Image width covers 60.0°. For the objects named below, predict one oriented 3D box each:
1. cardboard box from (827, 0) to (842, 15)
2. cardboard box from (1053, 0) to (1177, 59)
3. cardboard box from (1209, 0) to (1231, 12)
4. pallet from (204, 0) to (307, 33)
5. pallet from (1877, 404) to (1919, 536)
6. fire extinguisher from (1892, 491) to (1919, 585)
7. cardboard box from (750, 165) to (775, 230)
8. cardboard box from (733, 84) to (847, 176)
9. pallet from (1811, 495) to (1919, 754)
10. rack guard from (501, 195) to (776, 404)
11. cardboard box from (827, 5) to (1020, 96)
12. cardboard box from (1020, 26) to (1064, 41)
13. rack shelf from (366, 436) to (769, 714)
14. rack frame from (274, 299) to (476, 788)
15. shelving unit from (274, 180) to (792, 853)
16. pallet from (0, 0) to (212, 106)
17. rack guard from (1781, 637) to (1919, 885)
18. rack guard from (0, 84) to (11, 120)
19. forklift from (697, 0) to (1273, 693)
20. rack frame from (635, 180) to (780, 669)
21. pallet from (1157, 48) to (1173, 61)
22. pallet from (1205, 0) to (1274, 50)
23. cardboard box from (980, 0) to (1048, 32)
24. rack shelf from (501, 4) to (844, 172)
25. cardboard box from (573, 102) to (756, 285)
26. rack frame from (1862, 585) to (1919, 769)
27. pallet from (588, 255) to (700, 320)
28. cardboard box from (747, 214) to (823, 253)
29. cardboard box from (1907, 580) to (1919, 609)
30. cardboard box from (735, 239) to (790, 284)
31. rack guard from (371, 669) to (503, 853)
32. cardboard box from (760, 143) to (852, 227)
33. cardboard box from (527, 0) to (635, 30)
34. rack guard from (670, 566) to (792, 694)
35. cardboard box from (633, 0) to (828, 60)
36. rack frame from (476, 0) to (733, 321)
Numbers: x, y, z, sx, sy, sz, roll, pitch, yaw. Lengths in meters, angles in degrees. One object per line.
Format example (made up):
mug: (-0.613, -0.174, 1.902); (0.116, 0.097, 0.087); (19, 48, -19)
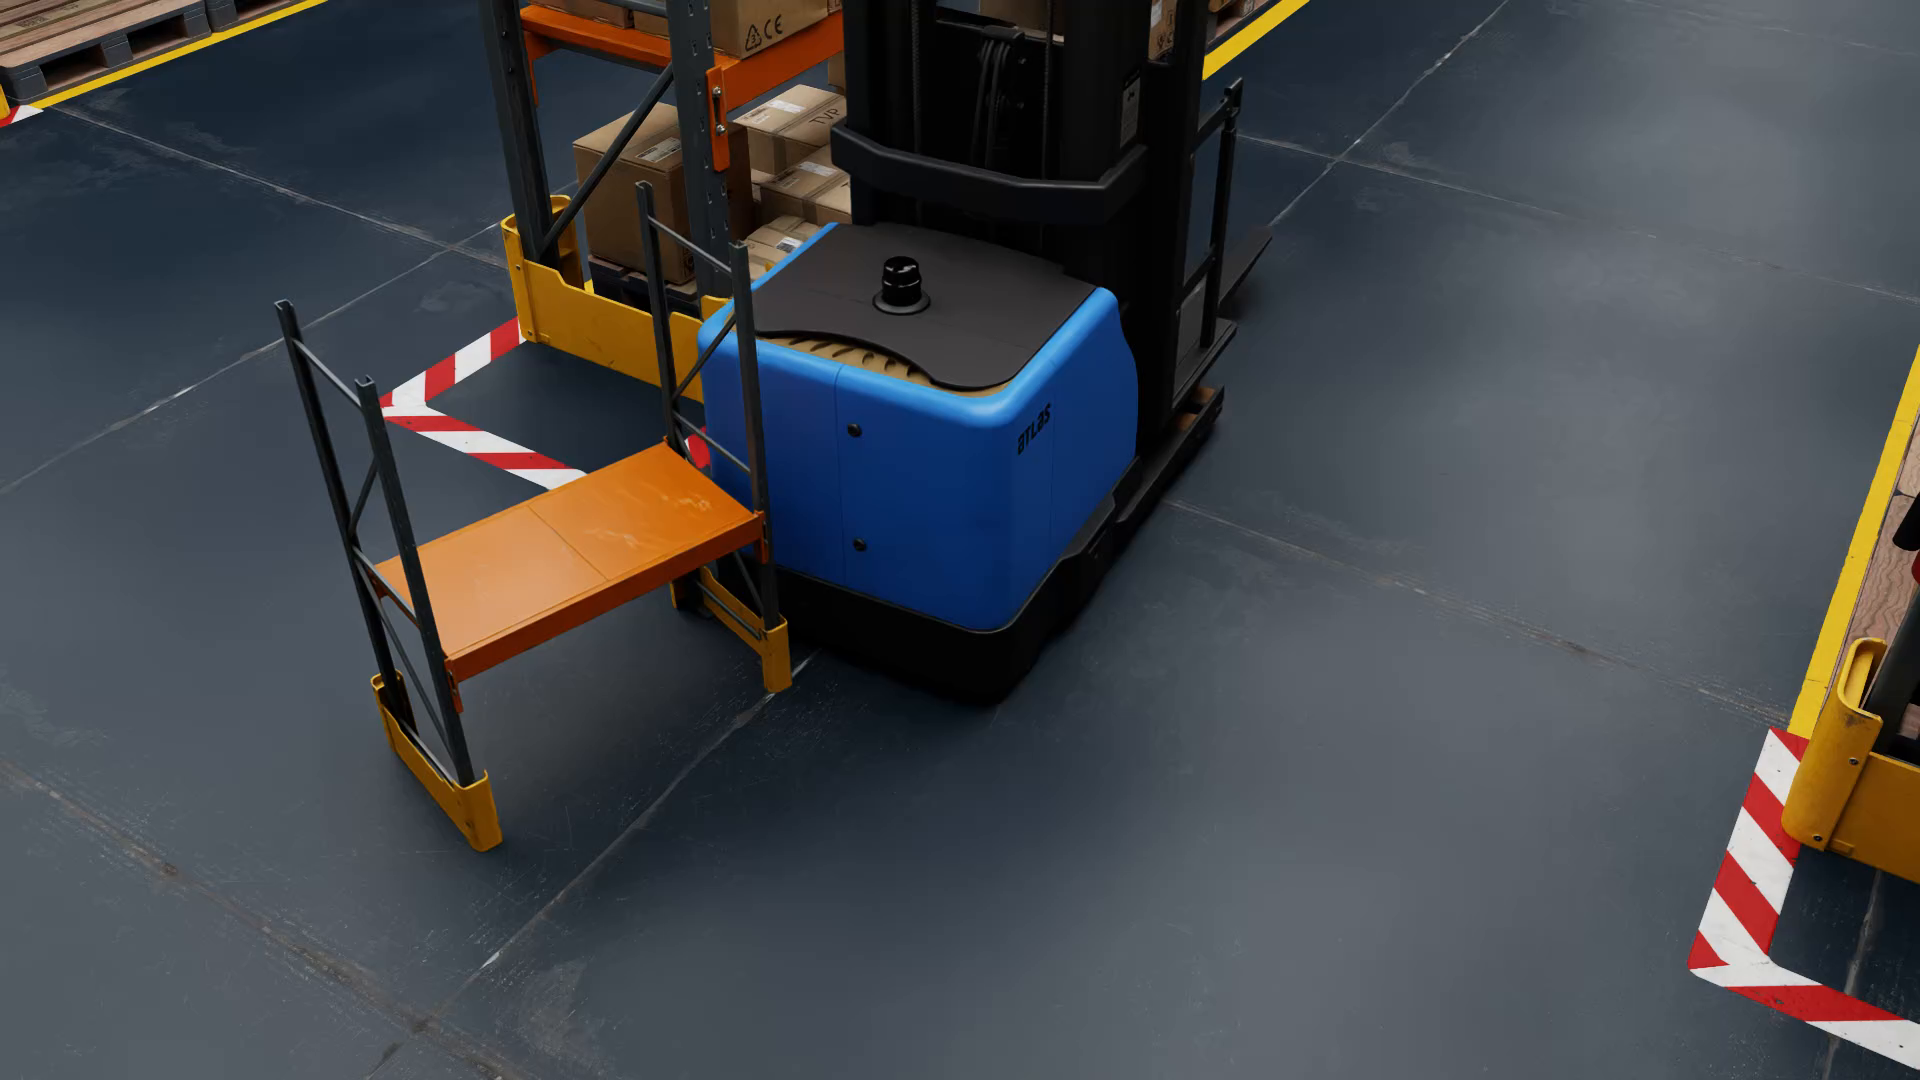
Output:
cardboard box: (-0.556, -2.340, 6.247); (0.500, 0.500, 0.500); (21, 42, 25)
cardboard box: (0.789, -2.750, 8.548); (0.500, 0.500, 0.500); (21, 42, 25)
cardboard box: (1.319, -3.306, 9.269); (0.500, 0.500, 0.500); (19, 42, 23)
pallet: (-4.340, -3.447, 10.048); (1.003, 0.211, 1.213); (21, 42, 25)
pallet: (3.913, -0.232, 5.878); (1.003, 0.211, 1.213); (21, 42, 25)
fire extinguisher: (2.426, -0.167, 3.878); (0.296, 0.674, 0.183); (21, 42, 25)
cardboard box: (-0.912, -1.483, 7.177); (0.380, 0.166, 0.250); (21, 42, 25)
cardboard box: (-0.671, -1.816, 7.541); (0.500, 0.250, 0.500); (21, 42, 25)
pallet: (3.258, 0.395, 5.065); (1.003, 0.211, 1.213); (21, 42, 25)
rack guard: (-1.248, -0.939, 6.559); (1.175, 0.500, 0.348); (21, 42, 25)
cardboard box: (-0.148, -2.168, 7.789); (0.797, 0.503, 0.637); (21, 42, 25)
cardboard box: (0.387, -2.288, 8.104); (0.500, 0.311, 0.500); (21, 42, 25)
rack shelf: (-1.107, 0.069, 4.727); (1.000, 0.185, 0.538); (-27, 45, -31)
rack frame: (-1.494, 0.128, 4.356); (0.032, 1.500, 0.500); (-27, 45, -31)
shelving unit: (-1.114, -0.070, 4.612); (1.083, 1.500, 0.587); (-27, 45, -31)
pallet: (-4.995, -2.820, 9.236); (1.003, 0.211, 1.213); (21, 42, 25)
rack guard: (2.883, 0.731, 4.393); (1.175, 0.500, 0.348); (21, 42, 25)
rack guard: (-5.471, -2.506, 8.591); (1.175, 0.500, 0.348); (21, 42, 25)
forklift: (0.343, -1.585, 5.405); (1.130, 2.935, 3.031); (18, 41, 21)
rack frame: (-0.720, -0.274, 4.877); (0.032, 1.500, 0.500); (-27, 45, -31)
pallet: (0.486, -2.494, 8.813); (1.003, 0.211, 1.213); (21, 42, 25)
pallet: (1.258, -3.280, 9.831); (1.003, 0.211, 1.213); (21, 42, 25)
cardboard box: (0.447, -2.916, 8.918); (0.500, 0.311, 0.500); (21, 42, 25)
rack shelf: (-0.217, -2.636, 7.302); (1.077, 0.370, 4.000); (21, 42, 25)
cardboard box: (-1.205, -1.435, 6.842); (0.500, 0.500, 0.500); (21, 42, 25)
rack frame: (2.896, -0.272, 3.646); (1.000, 3.000, 0.127); (21, 42, 25)
pallet: (-0.822, -1.236, 7.181); (1.003, 0.211, 1.213); (21, 42, 25)
cardboard box: (-0.640, -1.175, 6.777); (0.380, 0.166, 0.250); (21, 42, 25)
cardboard box: (3.187, 0.158, 4.791); (0.700, 0.500, 0.500); (21, 42, 25)
cardboard box: (-0.774, -1.039, 6.615); (0.380, 0.149, 0.250); (21, 42, 25)
rack guard: (-1.493, 0.622, 4.738); (0.087, 0.250, 0.587); (-27, 45, -31)
cardboard box: (-0.490, -1.421, 7.028); (0.500, 0.250, 0.500); (21, 42, 25)
cardboard box: (-1.279, -2.250, 6.130); (0.500, 0.500, 0.500); (23, 43, 26)
rack guard: (-0.734, 0.228, 5.249); (0.087, 0.250, 0.587); (-27, 45, -31)
cardboard box: (-0.828, -2.072, 5.899); (0.500, 0.500, 0.500); (22, 43, 26)
rack frame: (-1.289, -1.890, 5.745); (1.000, 3.000, 0.127); (21, 42, 25)
